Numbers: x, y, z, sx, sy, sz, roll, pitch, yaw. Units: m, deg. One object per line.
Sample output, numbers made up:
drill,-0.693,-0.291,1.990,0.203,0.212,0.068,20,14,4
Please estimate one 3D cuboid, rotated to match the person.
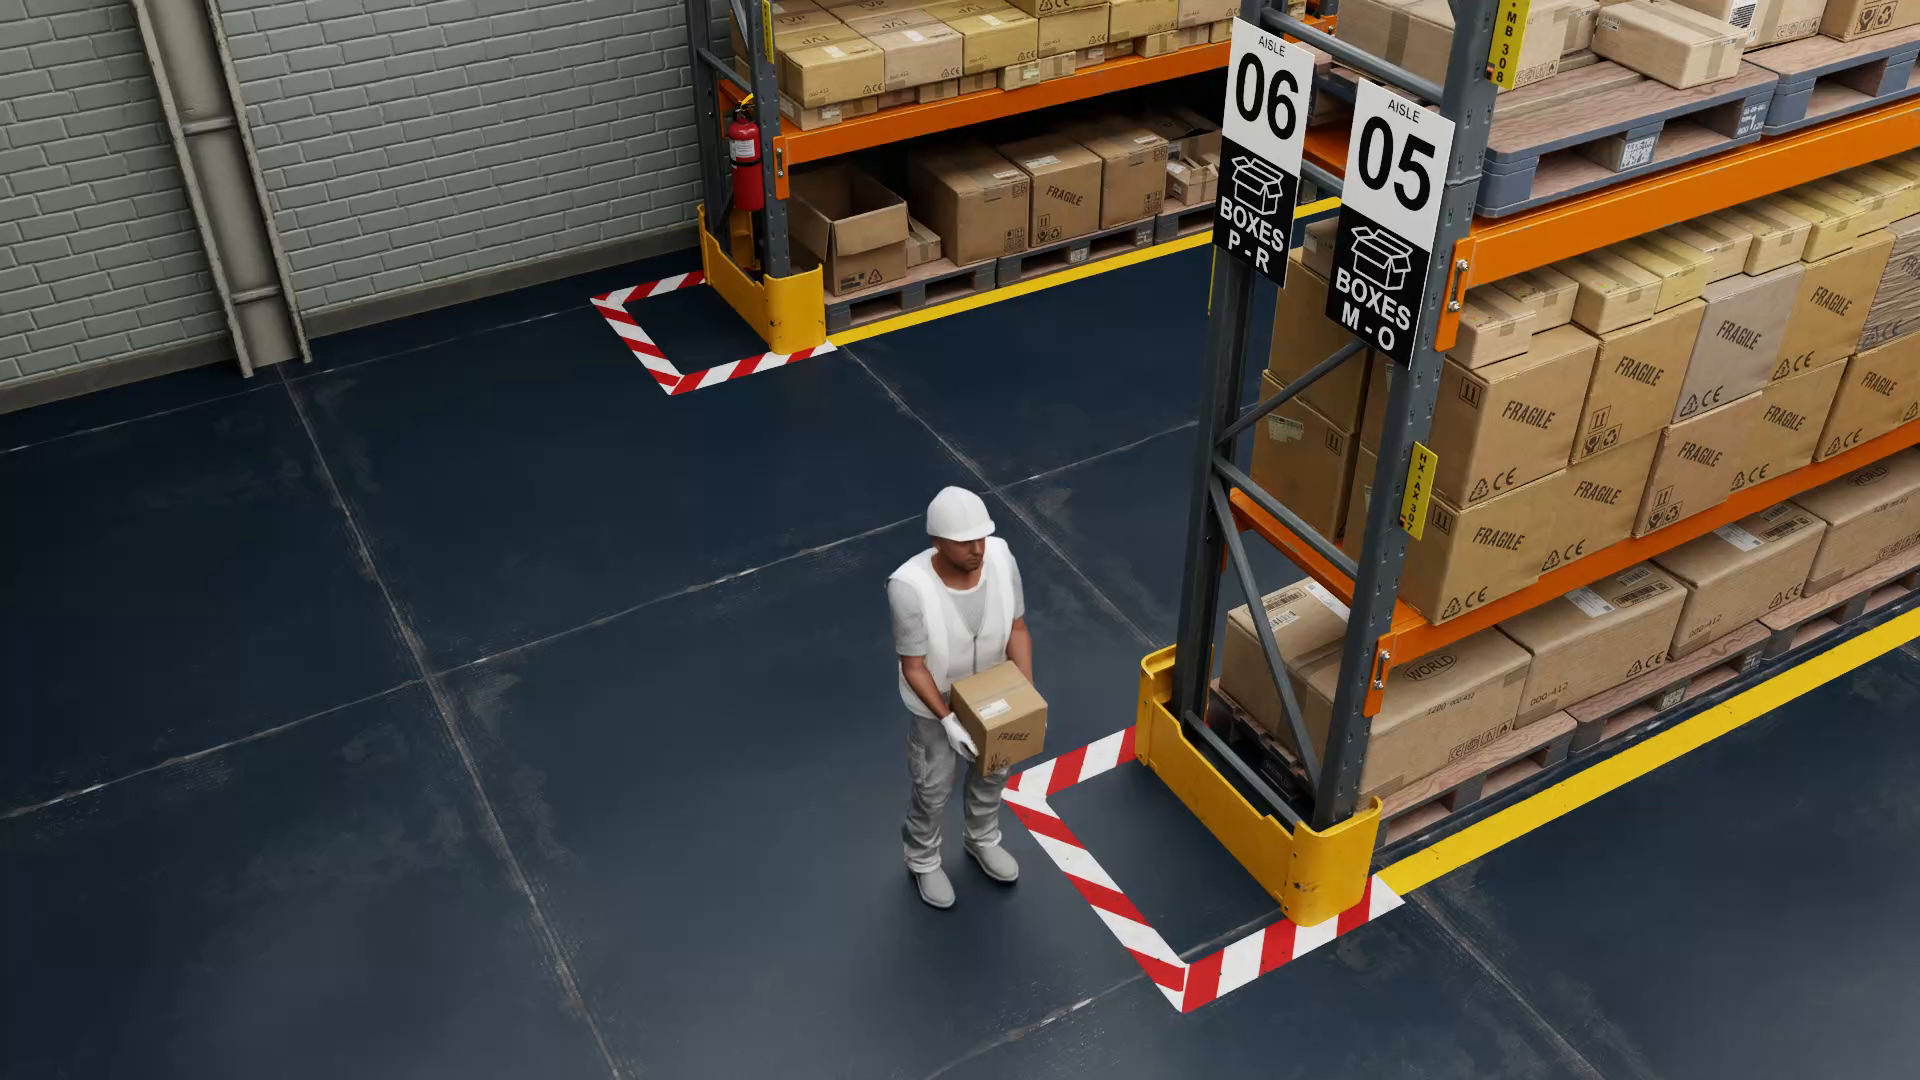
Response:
person,0.028,0.587,6.125,0.632,1.775,0.444,-21,41,-26
